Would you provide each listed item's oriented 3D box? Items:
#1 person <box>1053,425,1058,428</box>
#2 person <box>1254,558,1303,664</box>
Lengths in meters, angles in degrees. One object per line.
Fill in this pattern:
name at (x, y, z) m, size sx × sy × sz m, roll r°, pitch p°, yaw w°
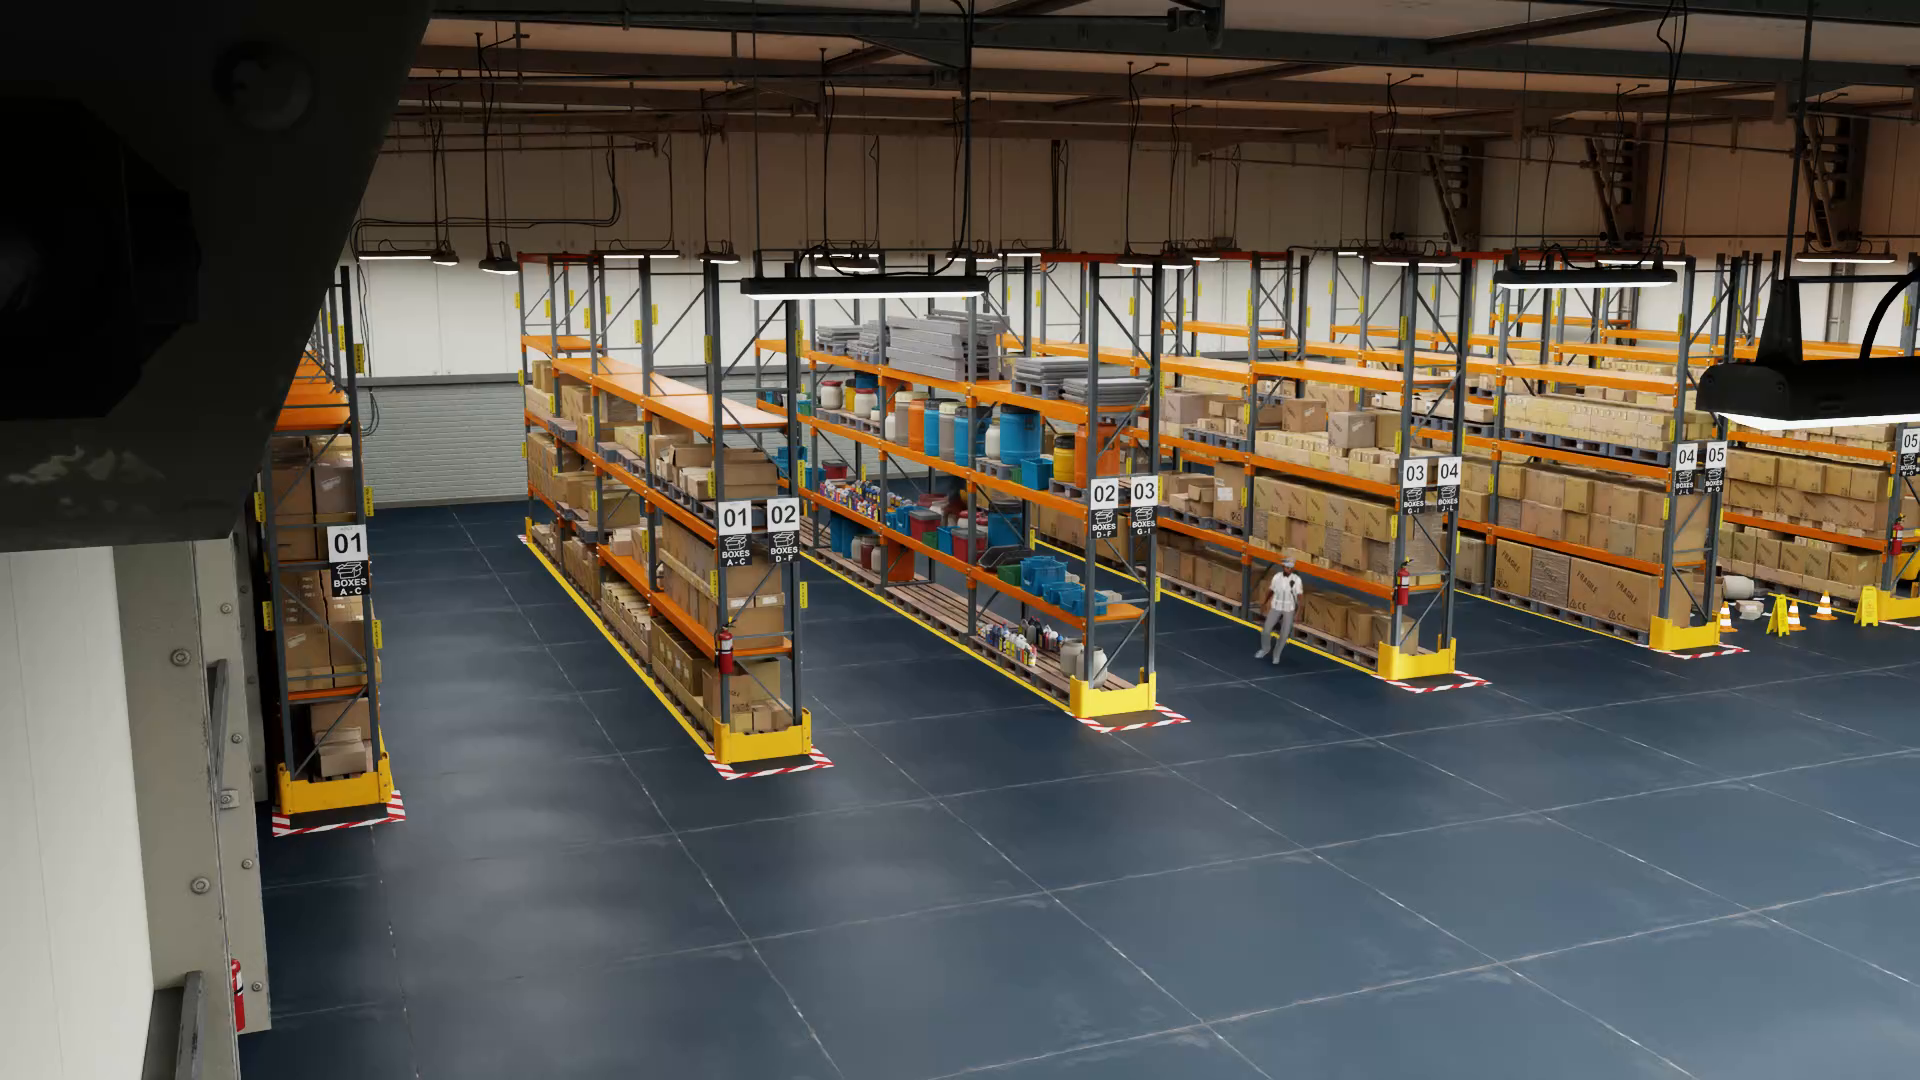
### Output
person at (2.286, -2.066, 41.708) m, size 0.723 × 1.667 × 0.665 m, roll -3°, pitch 11°, yaw -16°
person at (4.766, 1.062, 24.834) m, size 0.701 × 1.674 × 0.450 m, roll 3°, pitch 11°, yaw 18°
